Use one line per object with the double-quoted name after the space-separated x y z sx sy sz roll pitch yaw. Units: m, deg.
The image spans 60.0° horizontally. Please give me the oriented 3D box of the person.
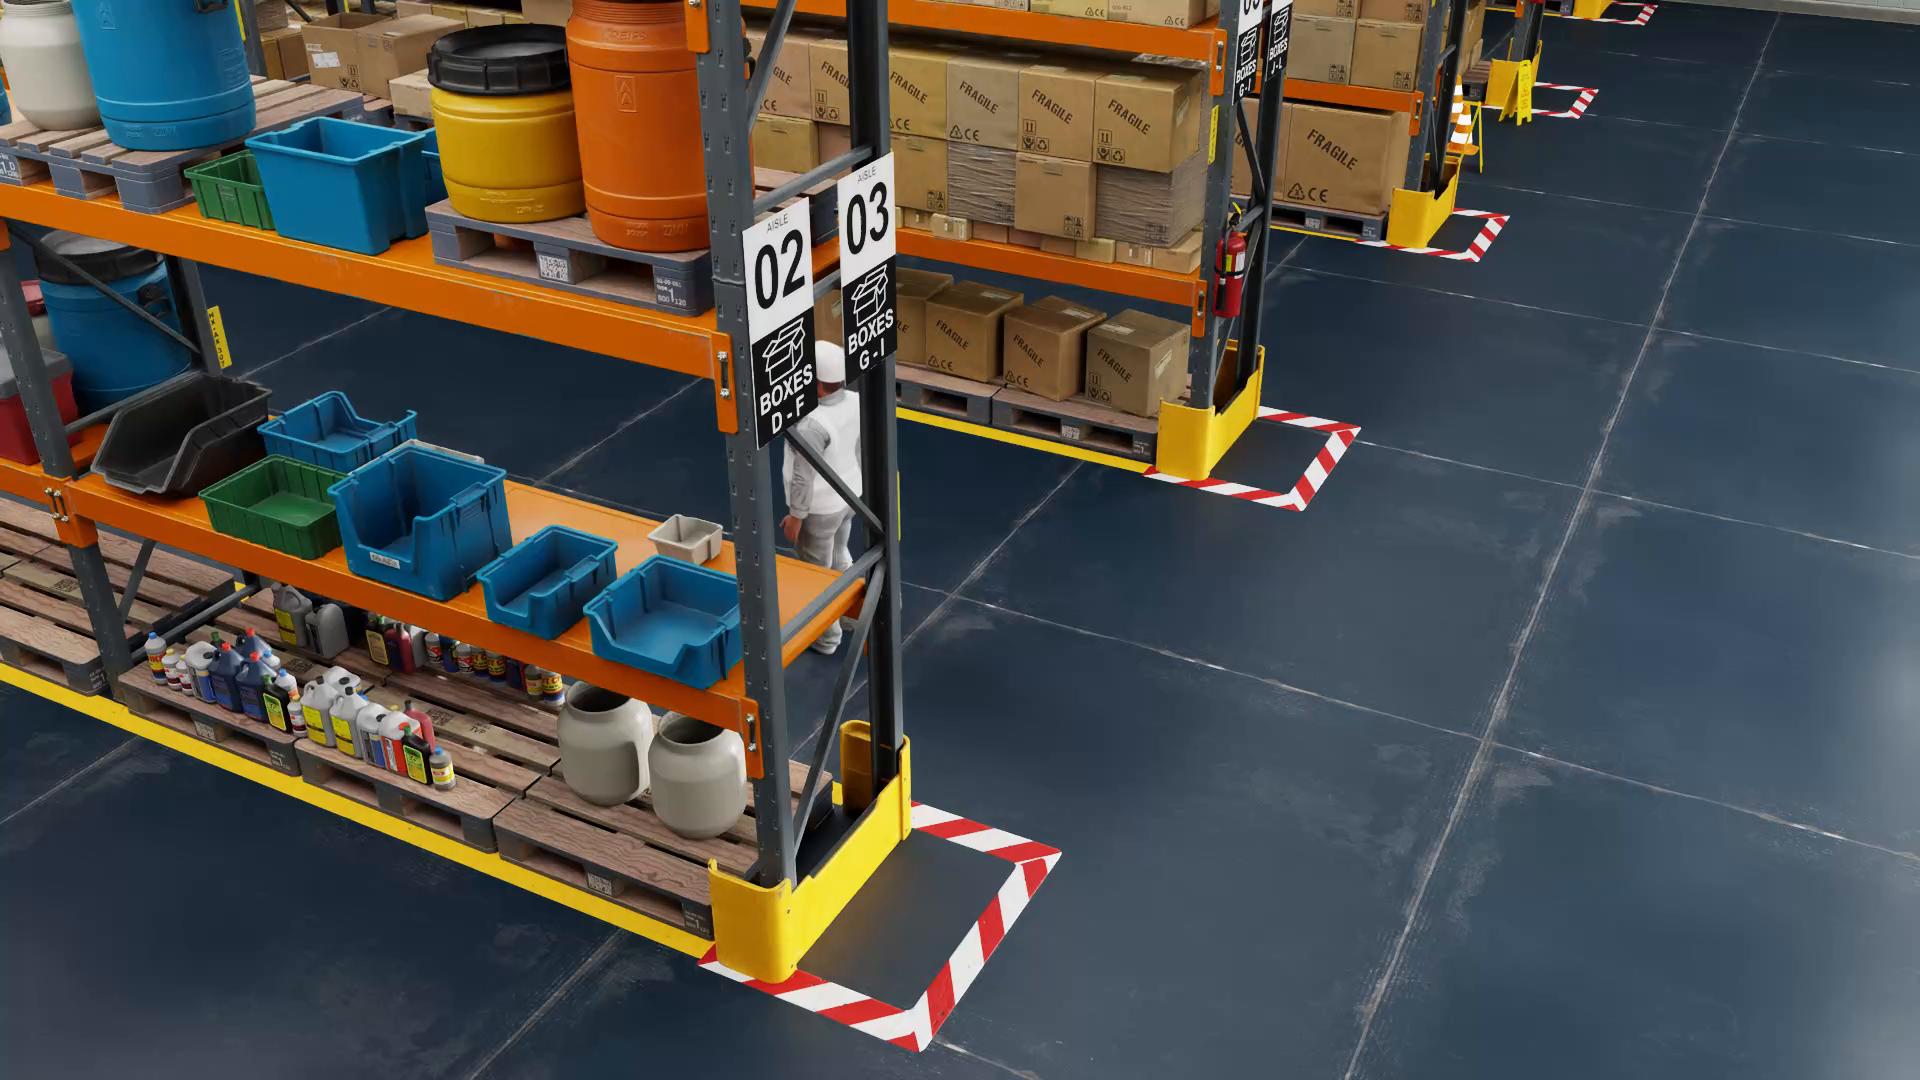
-0.727 -0.192 8.646 0.406 1.833 0.554 15 33 24 "person"
